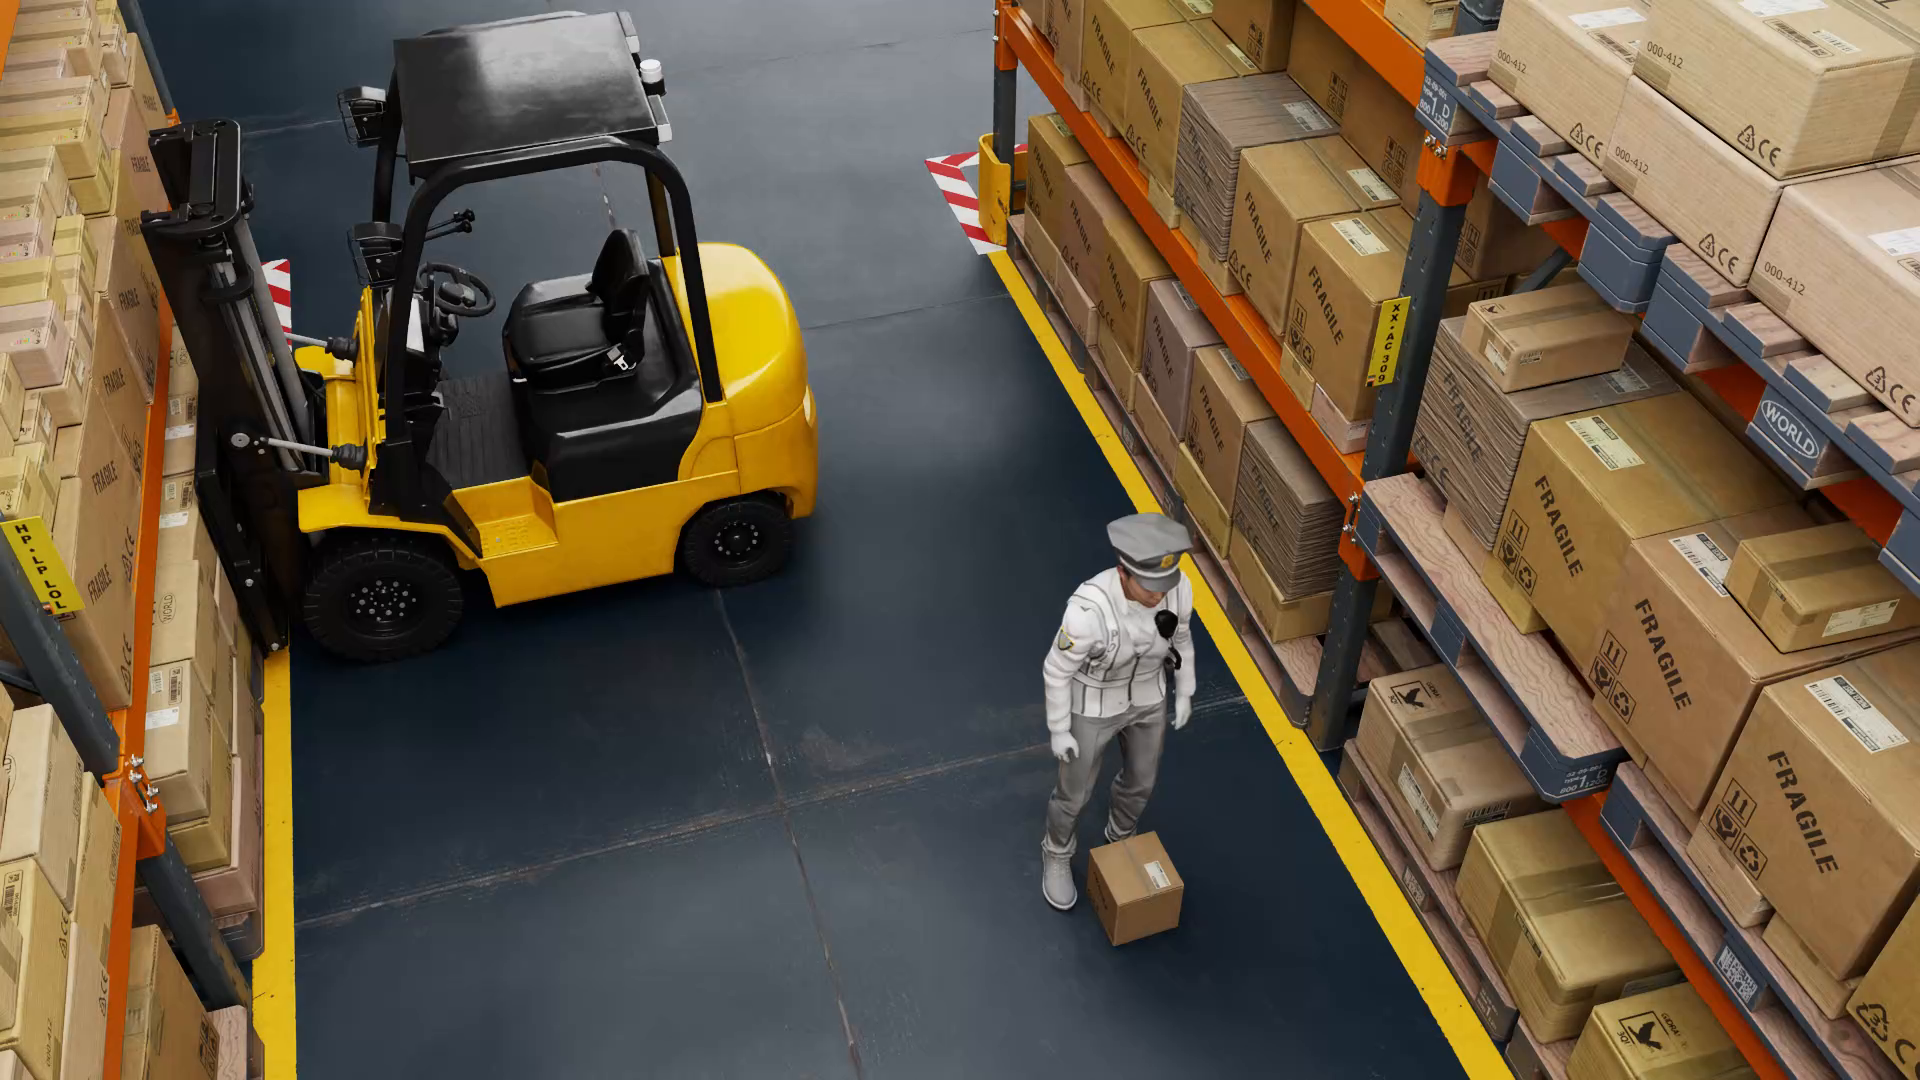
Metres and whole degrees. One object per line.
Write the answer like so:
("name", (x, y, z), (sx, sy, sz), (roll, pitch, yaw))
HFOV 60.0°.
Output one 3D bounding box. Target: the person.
("person", (0.530, 0.557, 5.549), (0.545, 1.666, 0.371), (-14, 44, -15))
